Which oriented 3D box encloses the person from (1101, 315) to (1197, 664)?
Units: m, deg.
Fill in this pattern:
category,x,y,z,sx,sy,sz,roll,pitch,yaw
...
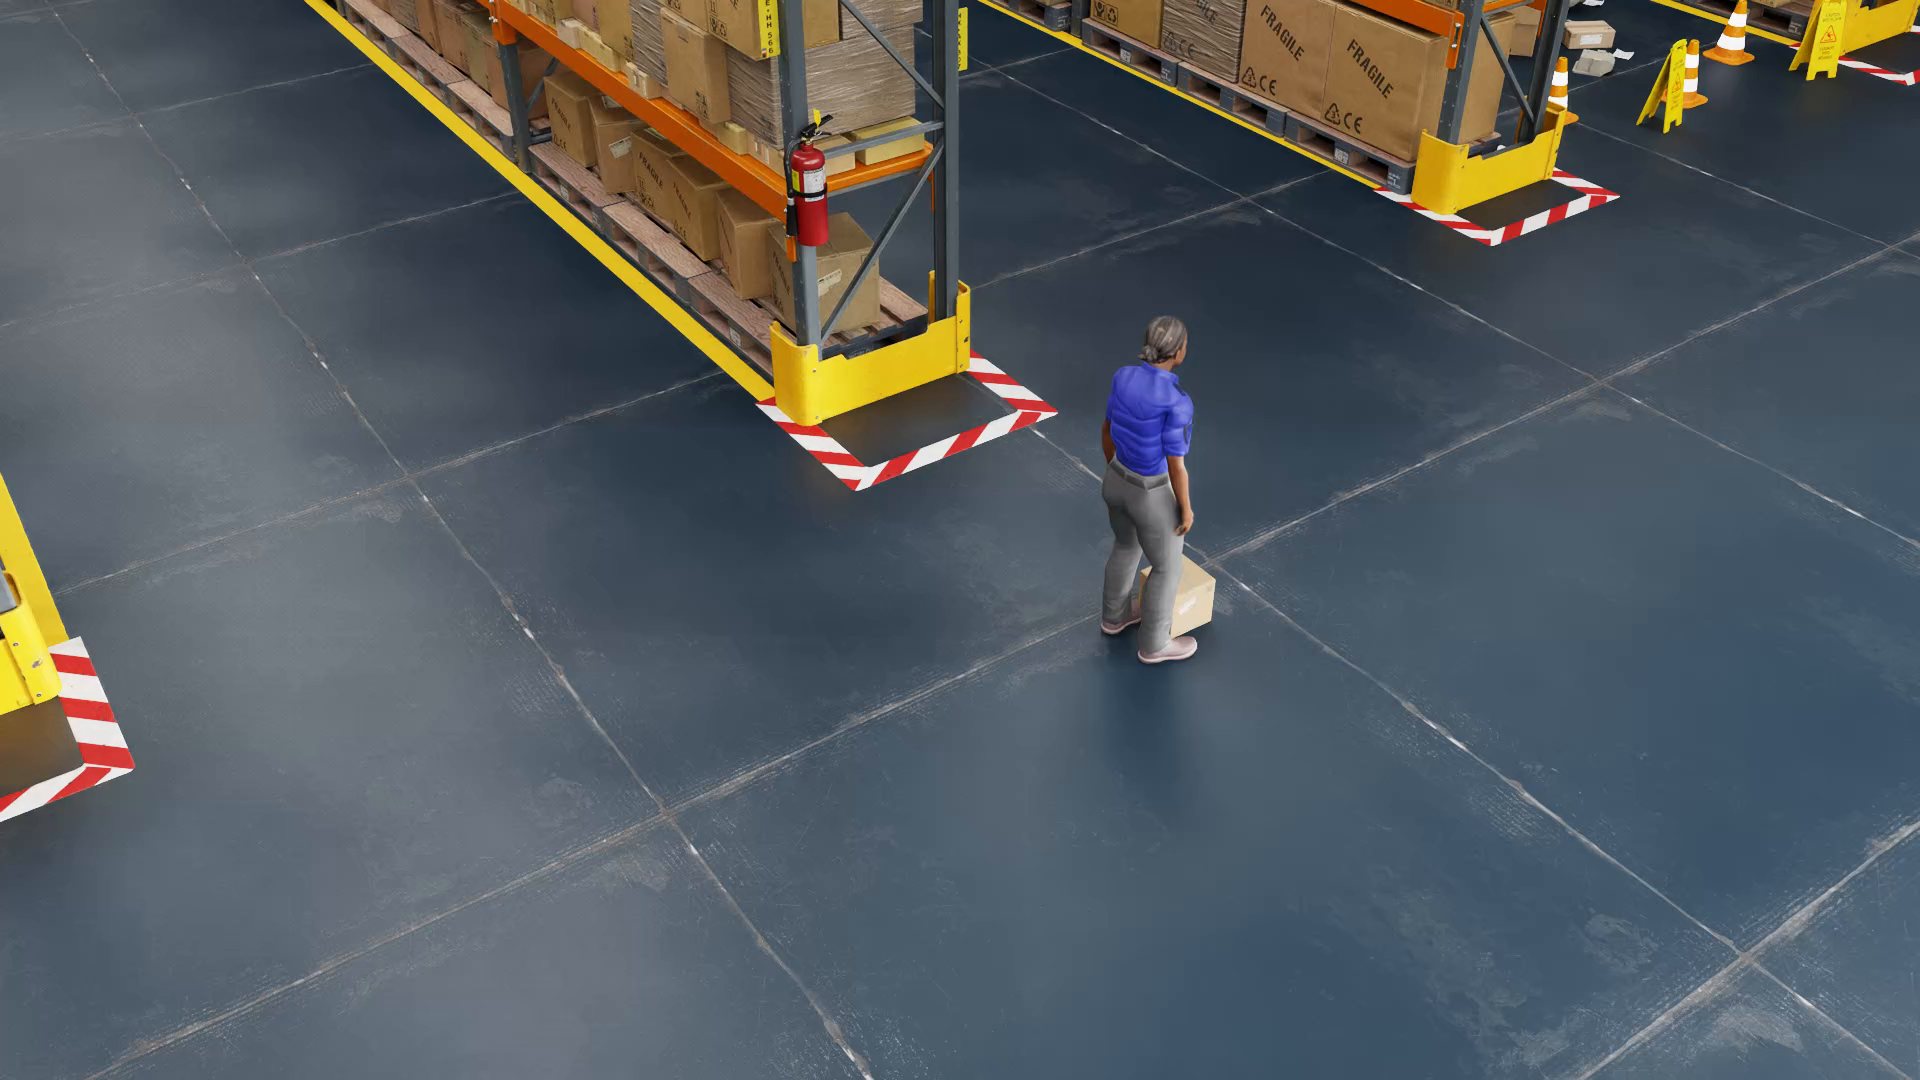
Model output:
category,x,y,z,sx,sy,sz,roll,pitch,yaw
person,0.832,-0.215,7.295,0.355,1.653,0.527,-25,44,-30
